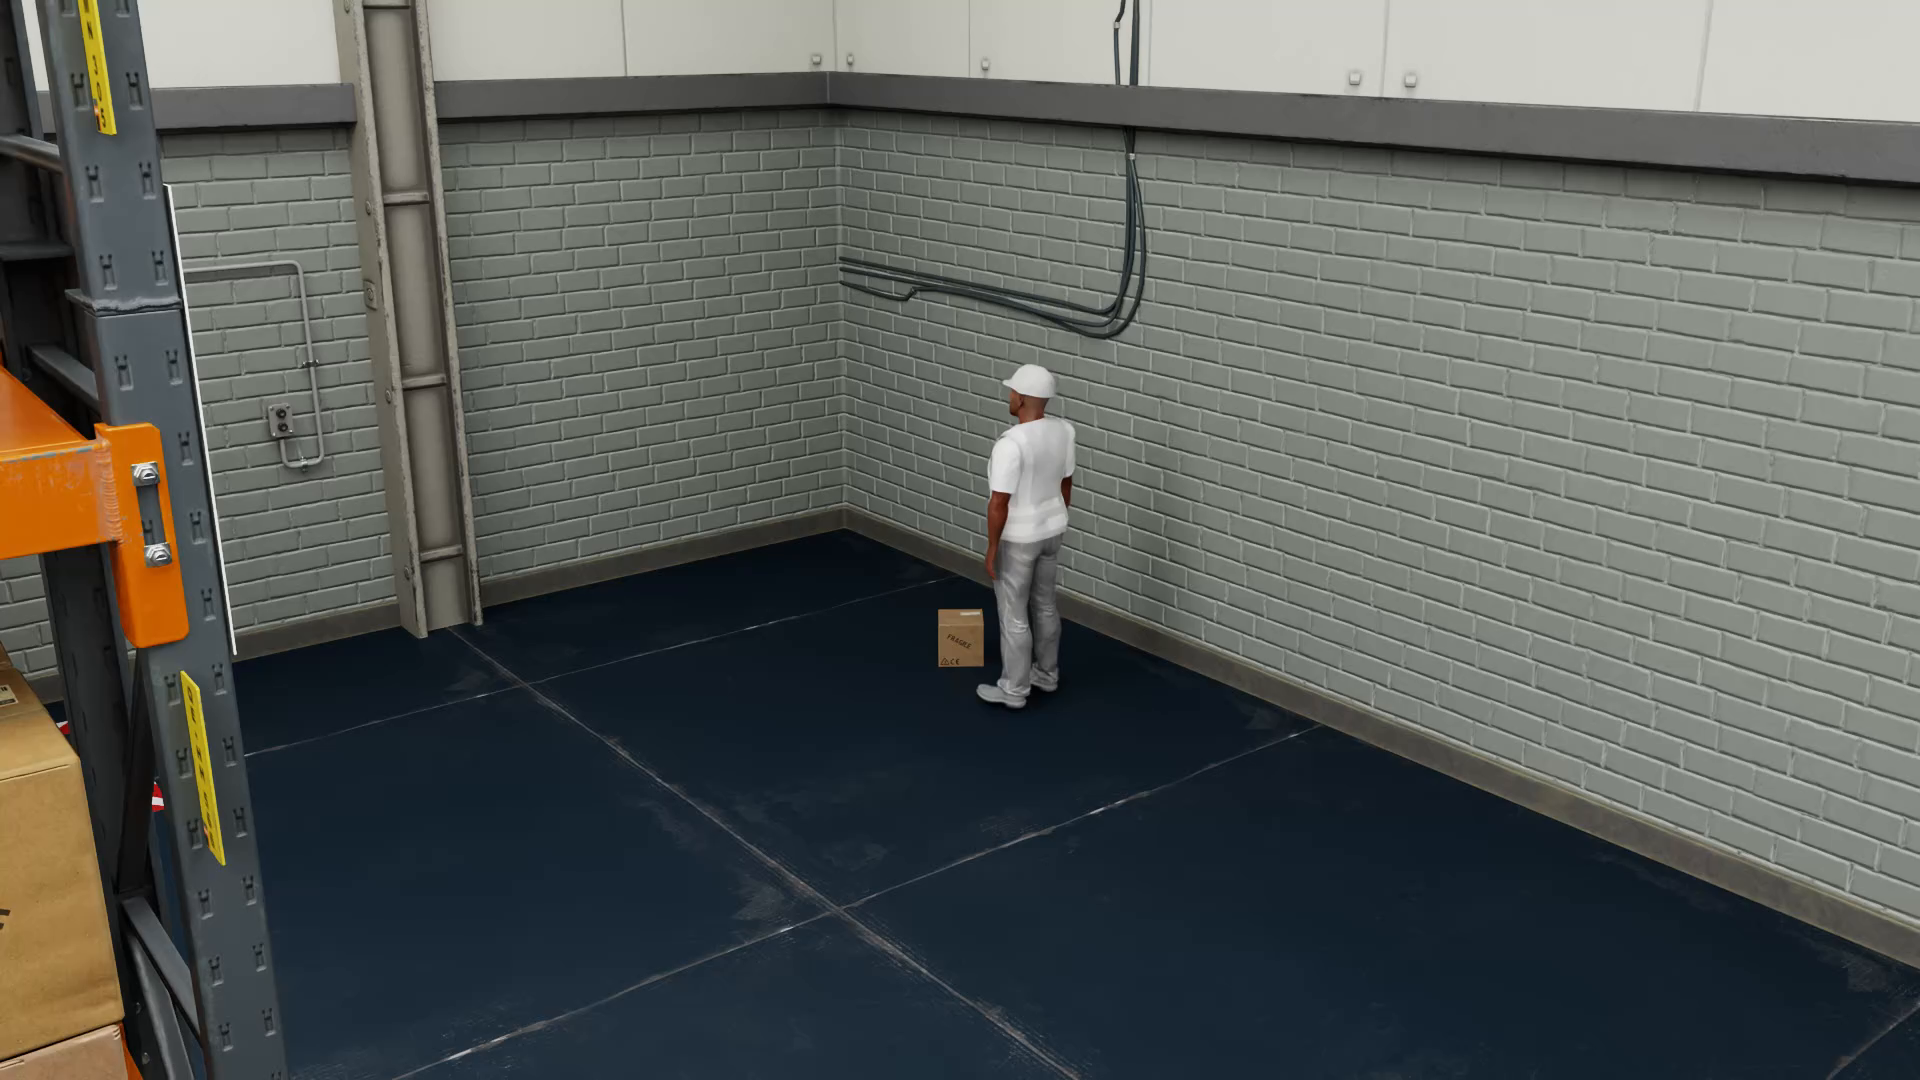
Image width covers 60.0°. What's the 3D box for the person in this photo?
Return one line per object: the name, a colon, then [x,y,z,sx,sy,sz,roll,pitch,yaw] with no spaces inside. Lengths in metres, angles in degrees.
person: [0.331,-0.032,8.529,0.597,1.771,0.388,-16,24,-41]
